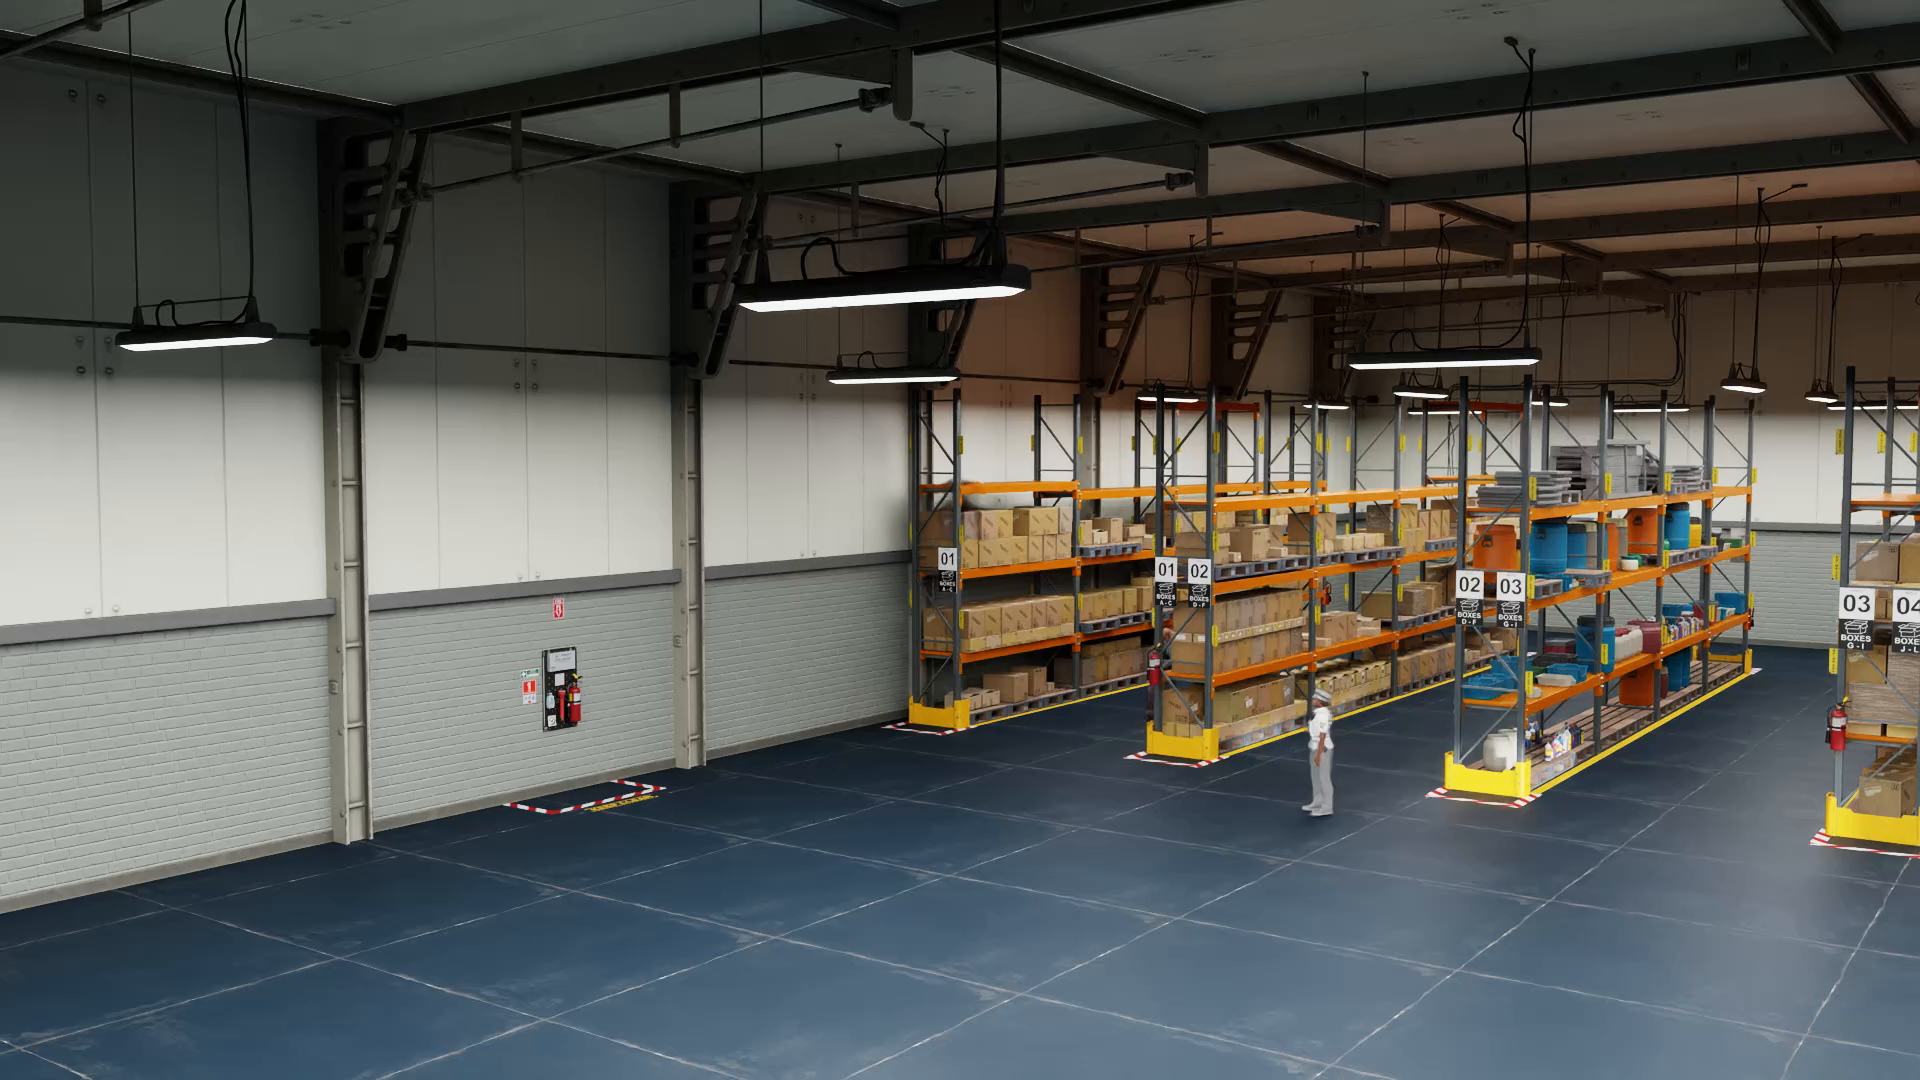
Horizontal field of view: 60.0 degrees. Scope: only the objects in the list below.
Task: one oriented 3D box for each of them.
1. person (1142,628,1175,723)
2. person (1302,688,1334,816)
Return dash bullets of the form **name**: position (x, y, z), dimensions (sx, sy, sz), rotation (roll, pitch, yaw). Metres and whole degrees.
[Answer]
- **person**: position (3.696, 2.448, 30.255), dimensions (0.554, 1.699, 0.992), rotation (2, 4, 35)
- **person**: position (4.860, 2.859, 22.546), dimensions (0.380, 1.700, 0.494), rotation (-1, 3, -9)
